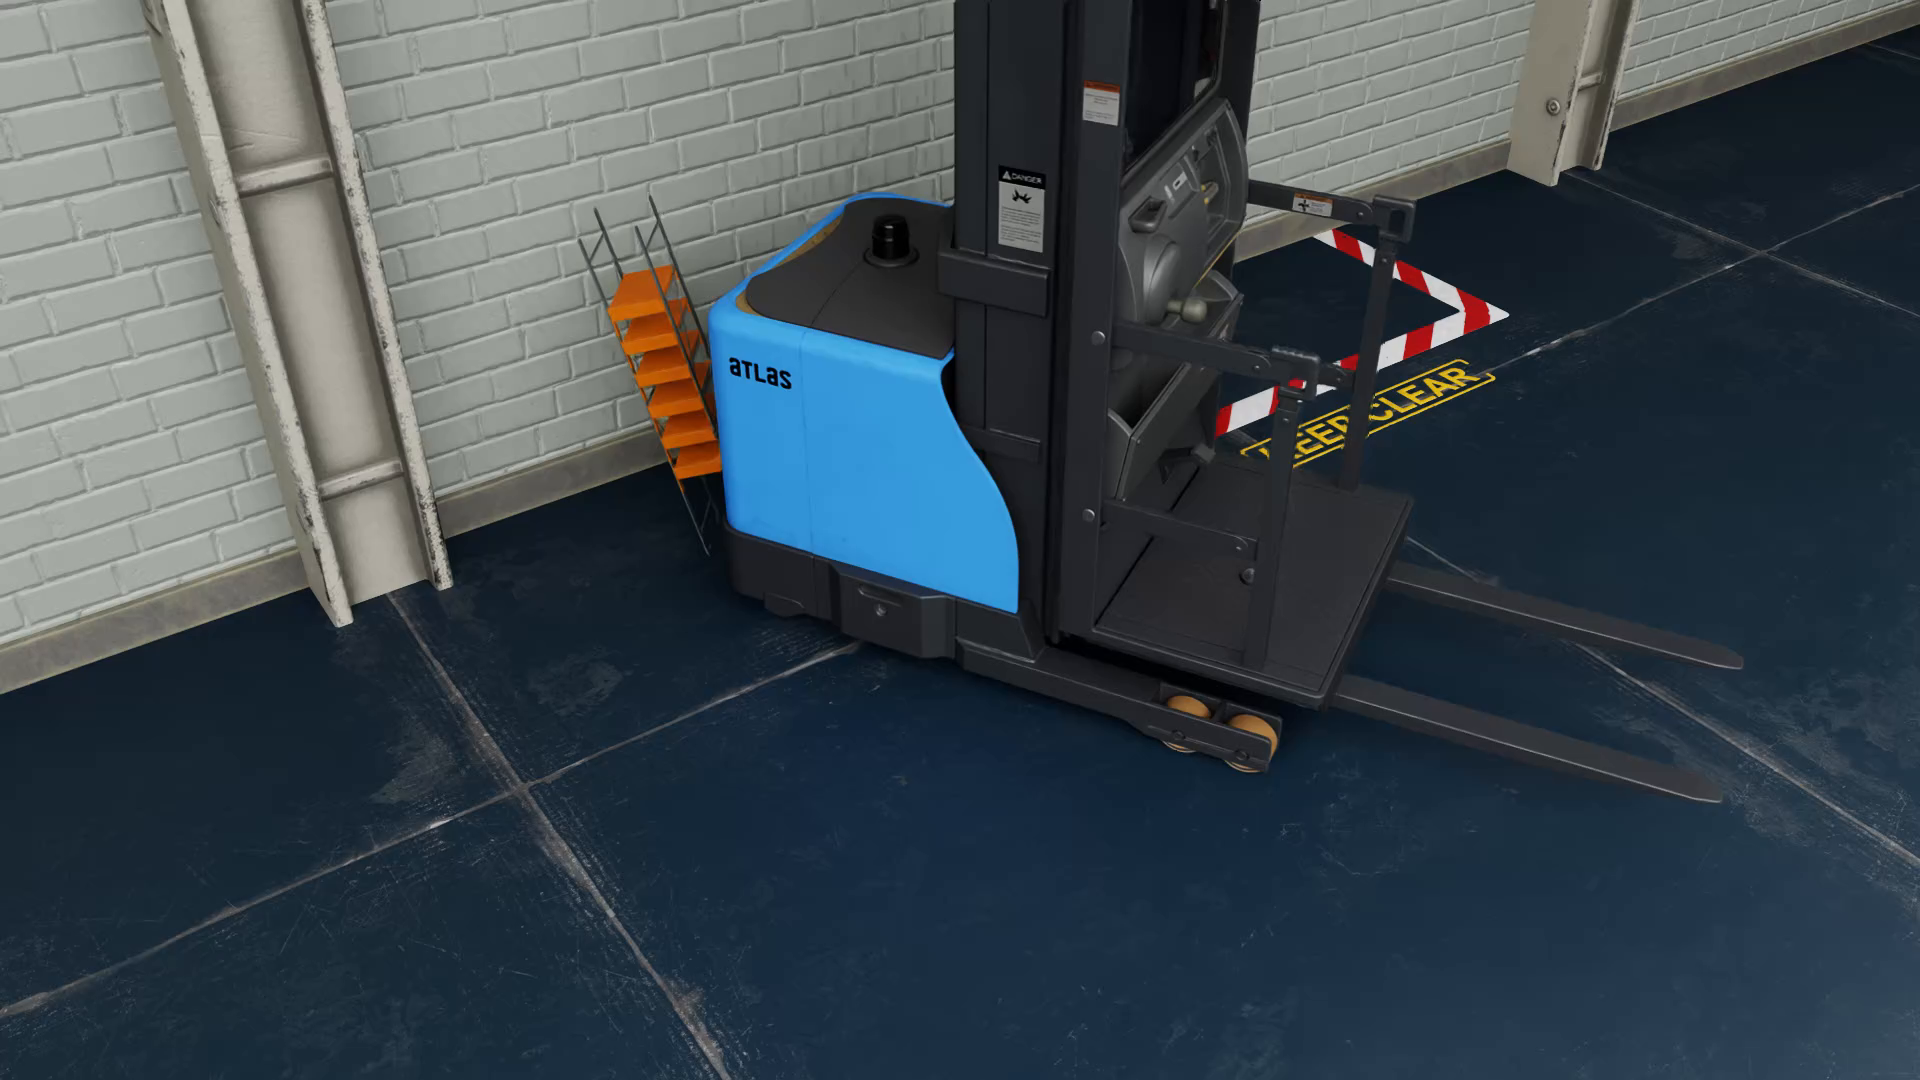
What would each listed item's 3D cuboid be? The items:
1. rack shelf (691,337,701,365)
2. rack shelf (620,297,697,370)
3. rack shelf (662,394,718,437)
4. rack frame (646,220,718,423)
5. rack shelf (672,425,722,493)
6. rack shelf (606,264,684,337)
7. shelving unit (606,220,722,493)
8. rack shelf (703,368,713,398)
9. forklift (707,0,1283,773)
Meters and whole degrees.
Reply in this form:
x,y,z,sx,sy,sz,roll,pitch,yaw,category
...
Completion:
x,y,z,sx,sy,sz,roll,pitch,yaw,category
-0.934,-0.587,5.370,0.166,0.020,0.199,-10,35,10,rack shelf
-0.958,-0.666,5.314,0.180,0.103,0.258,-10,35,10,rack shelf
-0.878,-0.402,5.500,0.171,0.034,0.221,-10,35,10,rack shelf
-0.823,-0.526,5.407,0.002,1.046,0.228,-10,35,10,rack frame
-0.843,-0.285,5.582,0.180,0.103,0.258,-10,35,10,rack shelf
-0.987,-0.761,5.247,0.180,0.103,0.258,-10,35,10,rack shelf
-0.910,-0.511,5.423,0.183,1.046,0.258,-10,35,10,shelving unit
-0.905,-0.491,5.437,0.166,0.020,0.199,-10,35,10,rack shelf
0.796,-0.872,4.453,3.031,2.935,1.130,16,39,21,forklift
